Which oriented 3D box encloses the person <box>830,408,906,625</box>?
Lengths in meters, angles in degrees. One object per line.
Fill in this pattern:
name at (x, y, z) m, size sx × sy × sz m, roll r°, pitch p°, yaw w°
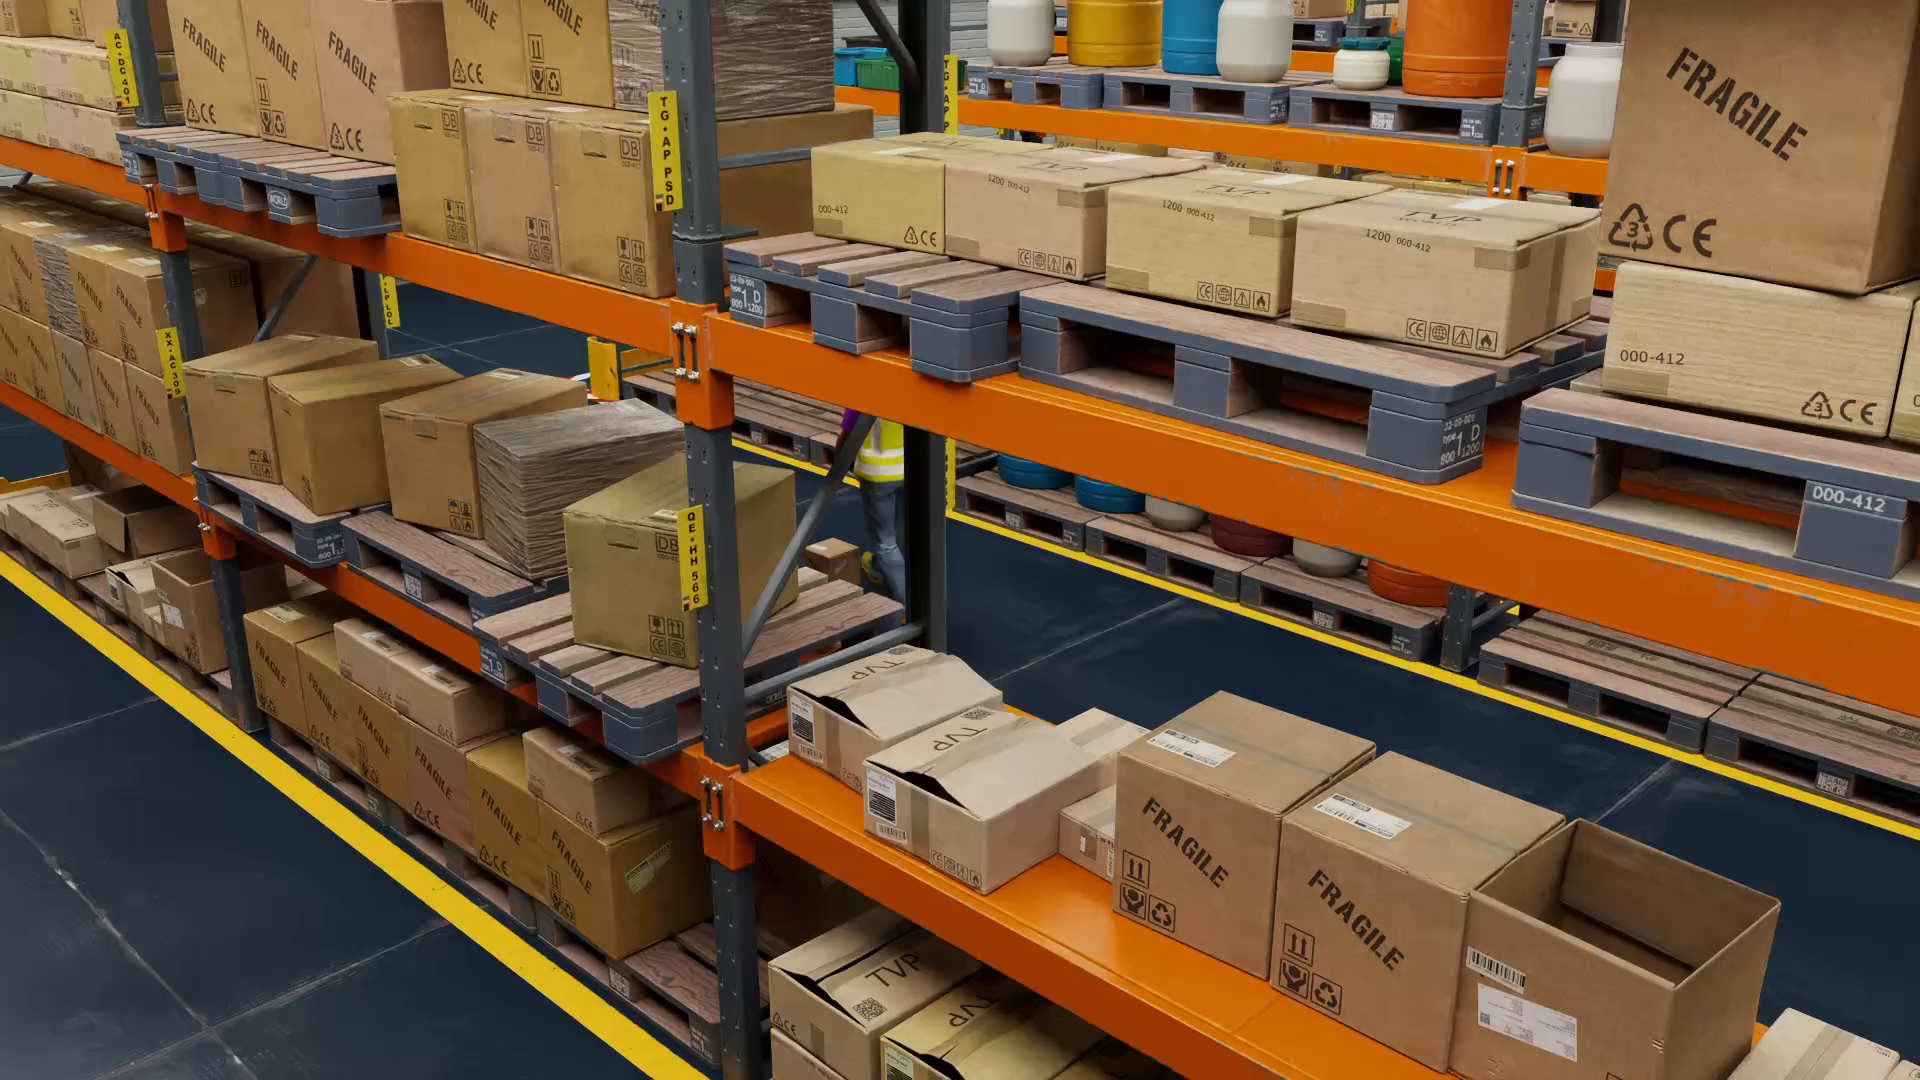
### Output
person at (-0.478, -0.443, 9.758) m, size 0.623 × 1.723 × 0.938 m, roll -11°, pitch 23°, yaw -27°
